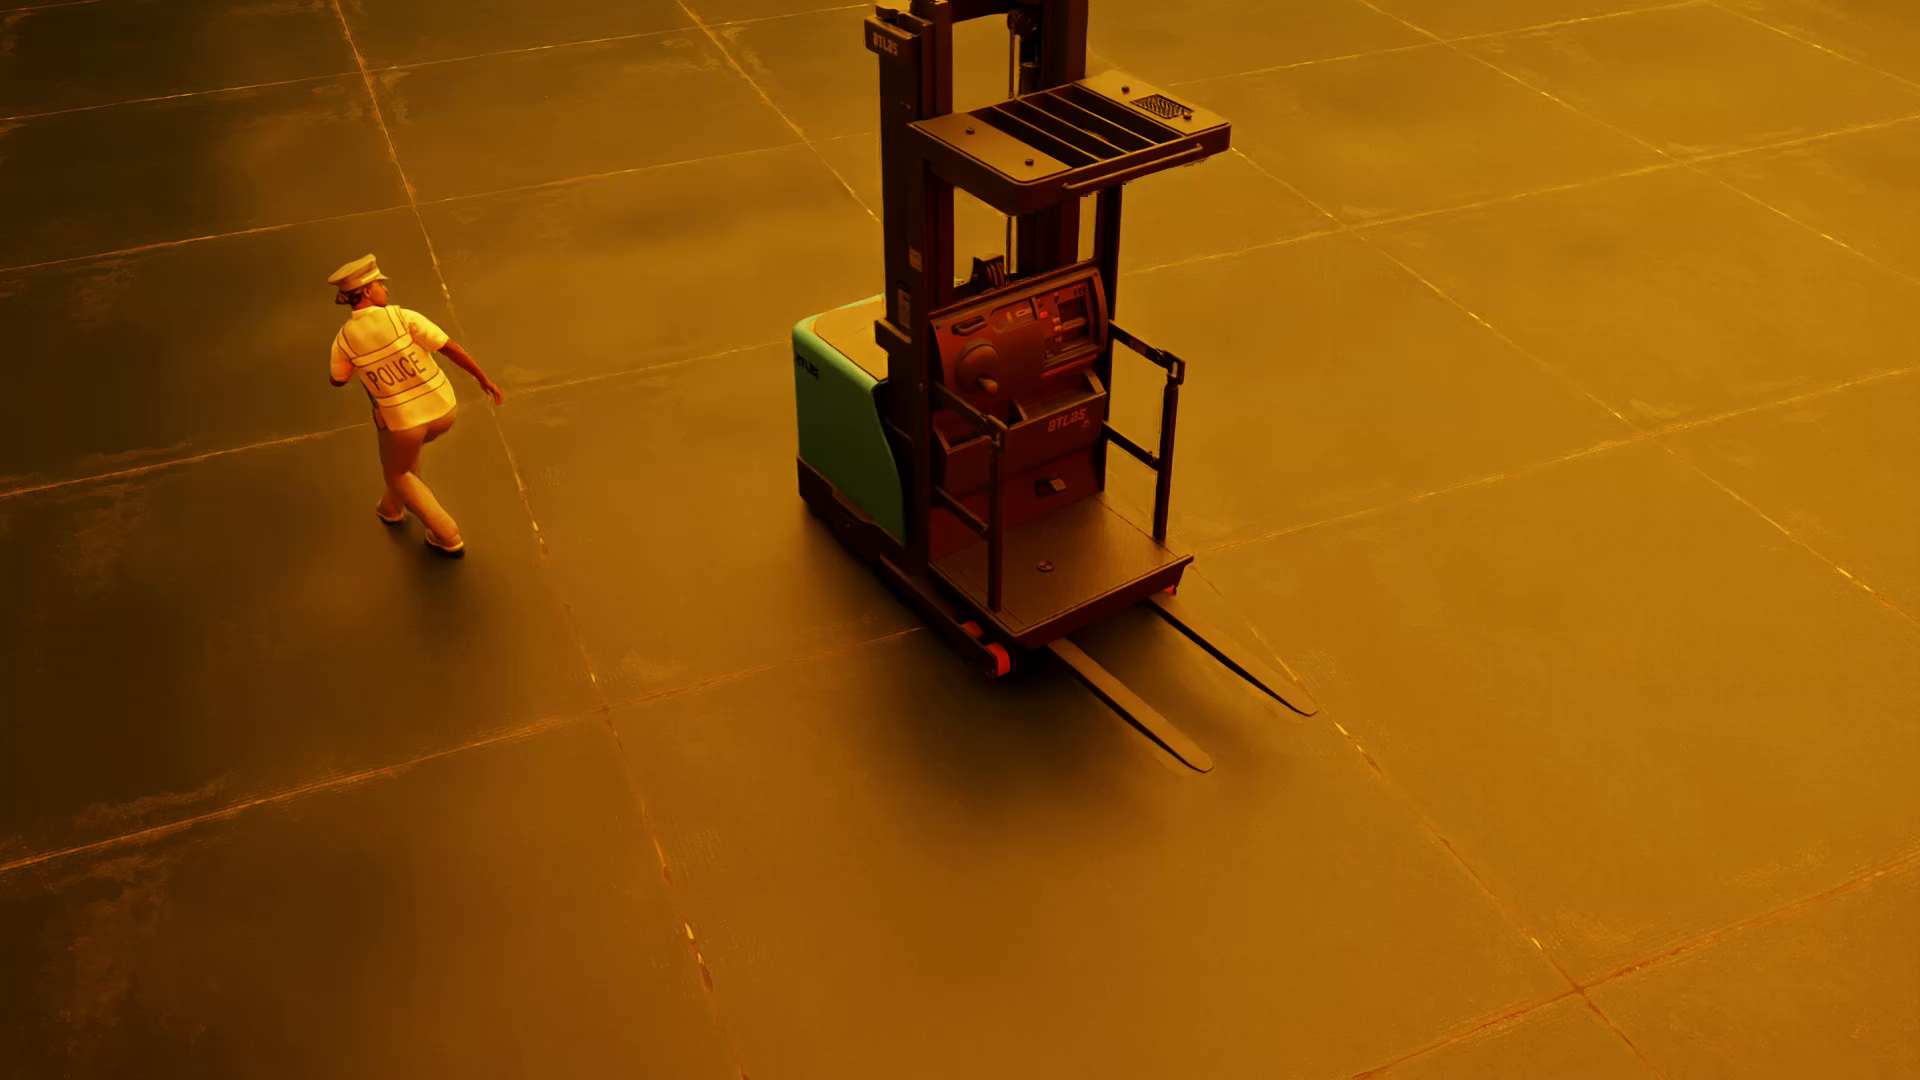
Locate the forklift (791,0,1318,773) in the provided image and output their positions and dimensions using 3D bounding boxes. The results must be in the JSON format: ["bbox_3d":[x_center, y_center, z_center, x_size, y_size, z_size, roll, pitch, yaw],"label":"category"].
[{"bbox_3d":[0.404,-0.875,7.329,1.130,2.935,3.031,-22,41,-28],"label":"forklift"}]

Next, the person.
[{"bbox_3d":[-2.748,-0.727,8.343,0.704,1.552,0.779,-24,42,-30],"label":"person"}]
